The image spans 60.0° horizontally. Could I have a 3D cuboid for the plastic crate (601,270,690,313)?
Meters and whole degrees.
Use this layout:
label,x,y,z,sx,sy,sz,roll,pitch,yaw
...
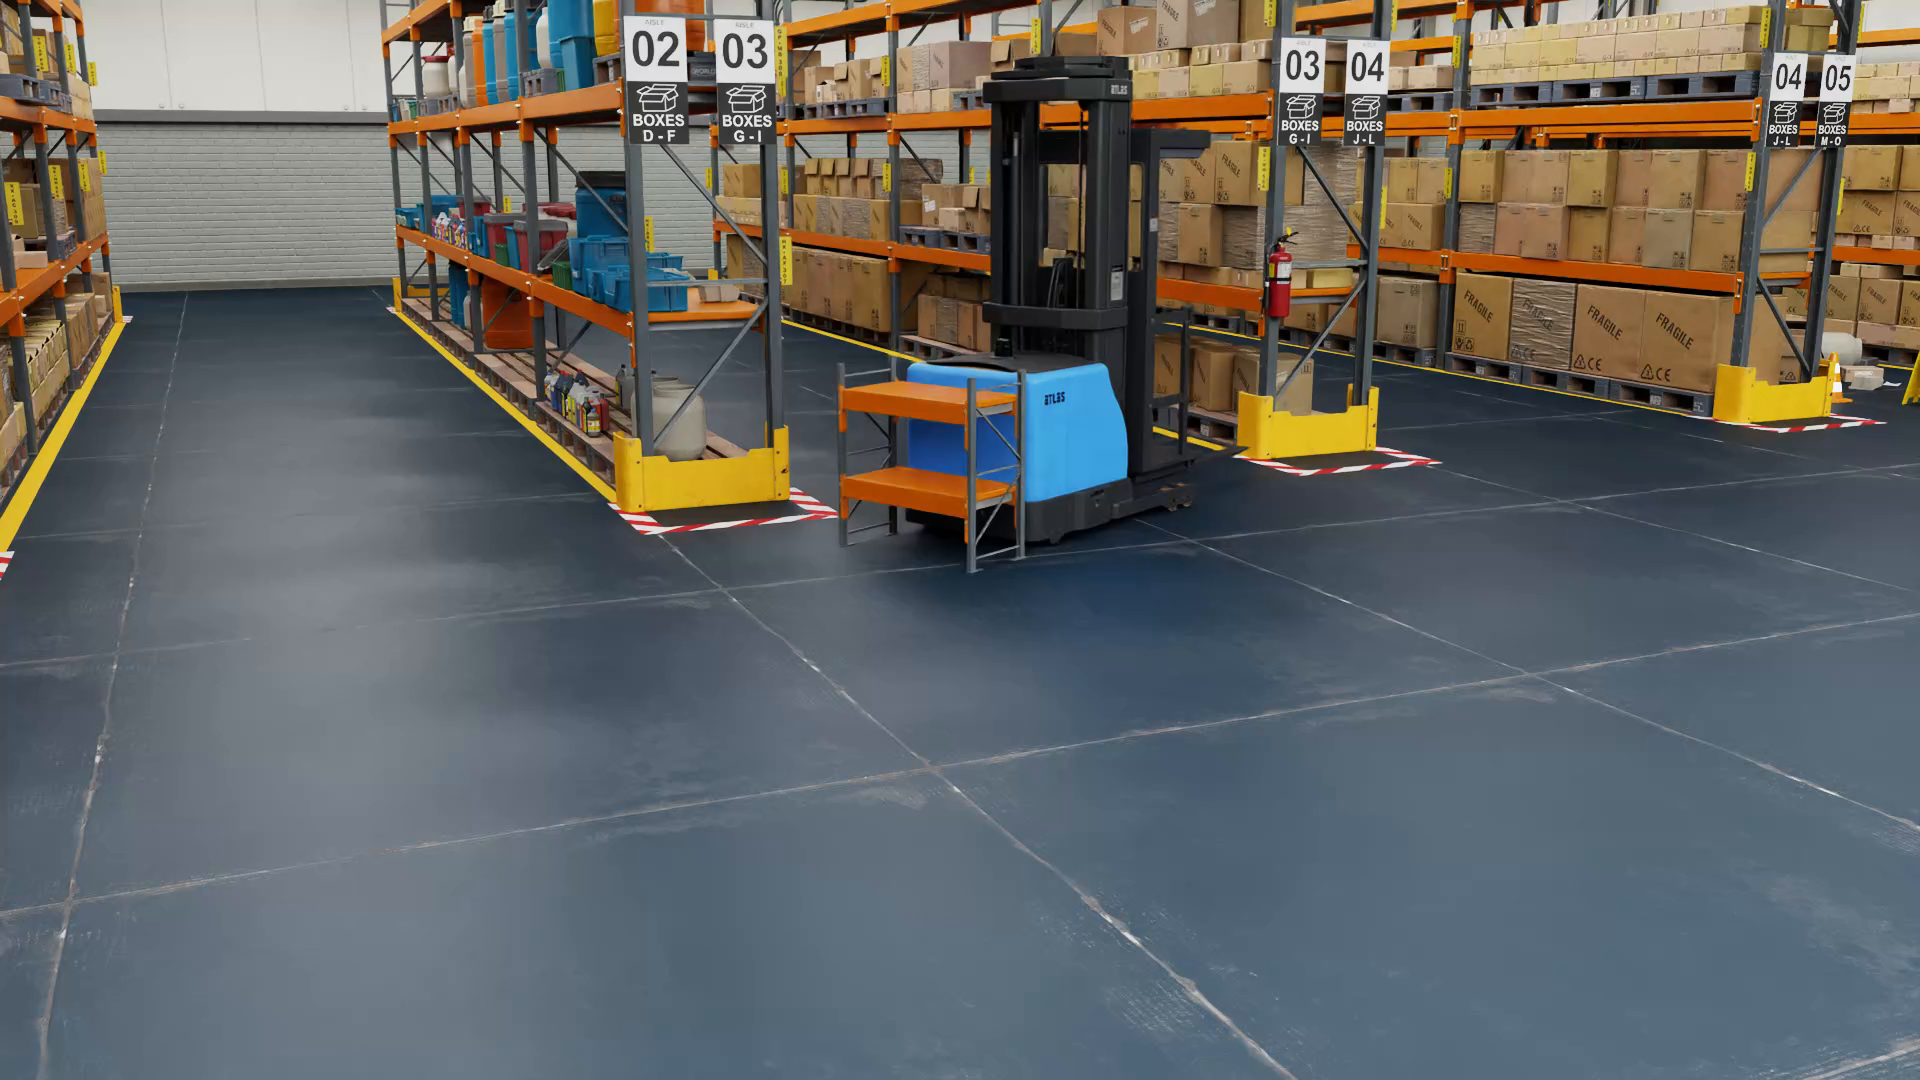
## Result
label,x,y,z,sx,sy,sz,roll,pitch,yaw
plastic crate,-2.174,-1.722,11.486,0.499,0.251,0.616,-6,14,-23

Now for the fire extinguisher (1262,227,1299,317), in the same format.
label,x,y,z,sx,sy,sz,roll,pitch,yaw
fire extinguisher,2.463,-2.062,12.798,0.296,0.674,0.183,-6,14,-23

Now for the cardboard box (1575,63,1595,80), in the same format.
label,x,y,z,sx,sy,sz,roll,pitch,yaw
cardboard box,6.266,-4.591,16.304,0.380,0.149,0.250,-5,14,-22

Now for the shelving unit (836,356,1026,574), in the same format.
label,x,y,z,sx,sy,sz,roll,pitch,yaw
shelving unit,-0.178,-0.473,9.919,1.048,1.125,0.538,11,17,39

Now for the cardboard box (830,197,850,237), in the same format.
label,x,y,z,sx,sy,sz,roll,pitch,yaw
cardboard box,-1.399,-4.262,21.910,0.500,0.500,0.500,-5,14,-22

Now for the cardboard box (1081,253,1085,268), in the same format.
label,x,y,z,sx,sy,sz,roll,pitch,yaw
cardboard box,1.370,-2.645,15.701,0.380,0.149,0.250,-6,14,-23

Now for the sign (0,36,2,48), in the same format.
label,x,y,z,sx,sy,sz,roll,pitch,yaw
sign,-7.334,-3.900,12.592,0.100,0.325,0.005,-6,14,-23

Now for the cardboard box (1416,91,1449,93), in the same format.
label,x,y,z,sx,sy,sz,roll,pitch,yaw
cardboard box,5.499,-5.324,19.472,0.380,0.149,0.250,-6,14,-23

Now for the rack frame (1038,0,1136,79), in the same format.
label,x,y,z,sx,sy,sz,roll,pitch,yaw
rack frame,1.237,-5.914,15.966,1.000,3.000,0.127,-6,14,-23

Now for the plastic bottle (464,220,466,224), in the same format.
label,x,y,z,sx,sy,sz,roll,pitch,yaw
plastic bottle,-5.857,-3.646,19.729,0.061,0.283,0.133,-6,14,-23

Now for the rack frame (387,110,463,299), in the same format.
label,x,y,z,sx,sy,sz,roll,pitch,yaw
rack frame,-8.108,-5.023,25.421,1.000,3.000,0.127,-6,14,-23

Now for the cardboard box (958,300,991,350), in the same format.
label,x,y,z,sx,sy,sz,roll,pitch,yaw
cardboard box,0.388,-2.448,18.861,0.700,0.500,0.500,-4,14,-18

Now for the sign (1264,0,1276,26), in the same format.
label,x,y,z,sx,sy,sz,roll,pitch,yaw
sign,2.322,-4.012,12.435,0.100,0.325,0.005,-6,14,-23

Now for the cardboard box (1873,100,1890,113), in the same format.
label,x,y,z,sx,sy,sz,roll,pitch,yaw
cardboard box,10.632,-4.927,18.910,0.380,0.149,0.250,-6,14,-25

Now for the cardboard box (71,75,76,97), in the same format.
label,x,y,z,sx,sy,sz,roll,pitch,yaw
cardboard box,-11.215,-5.608,20.520,0.500,0.250,0.500,-6,14,-23

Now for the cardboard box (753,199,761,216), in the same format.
label,x,y,z,sx,sy,sz,roll,pitch,yaw
cardboard box,-2.799,-4.996,24.975,0.500,0.250,0.500,-5,14,-22

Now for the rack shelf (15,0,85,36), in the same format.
label,x,y,z,sx,sy,sz,roll,pitch,yaw
rack shelf,-11.847,-6.734,21.111,1.077,0.370,4.000,-6,14,-23

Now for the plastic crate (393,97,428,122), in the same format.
label,x,y,z,sx,sy,sz,roll,pitch,yaw
plastic crate,-7.748,-6.114,23.619,0.504,0.338,0.767,-6,14,-23

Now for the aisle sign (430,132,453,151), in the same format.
label,x,y,z,sx,sy,sz,roll,pitch,yaw
aisle sign,-7.869,-6.331,25.307,0.394,0.787,0.004,-6,14,-23

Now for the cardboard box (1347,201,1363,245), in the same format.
label,x,y,z,sx,sy,sz,roll,pitch,yaw
cardboard box,4.963,-3.760,19.740,0.500,0.500,0.500,-5,14,-22

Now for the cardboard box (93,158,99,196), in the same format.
label,x,y,z,sx,sy,sz,roll,pitch,yaw
cardboard box,-11.803,-4.834,22.166,0.500,0.500,0.500,-5,14,-21

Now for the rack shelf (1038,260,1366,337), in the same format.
label,x,y,z,sx,sy,sz,roll,pitch,yaw
rack shelf,2.038,-2.228,14.938,1.077,0.370,4.000,-6,14,-23

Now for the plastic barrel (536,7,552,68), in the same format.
label,x,y,z,sx,sy,sz,roll,pitch,yaw
plastic barrel,-3.309,-4.158,13.850,0.421,0.512,0.421,0,13,0

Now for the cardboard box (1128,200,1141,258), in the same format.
label,x,y,z,sx,sy,sz,roll,pitch,yaw
cardboard box,1.983,-2.779,14.842,0.875,0.500,0.500,-6,14,-23

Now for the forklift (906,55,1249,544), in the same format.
label,x,y,z,sx,sy,sz,roll,pitch,yaw
forklift,0.956,-1.679,11.125,1.130,2.935,3.031,10,16,37

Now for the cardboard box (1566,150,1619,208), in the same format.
label,x,y,z,sx,sy,sz,roll,pitch,yaw
cardboard box,6.575,-3.602,16.555,0.875,0.550,0.500,-6,14,-23

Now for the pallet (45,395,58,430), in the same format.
label,x,y,z,sx,sy,sz,roll,pitch,yaw
pallet,-8.665,-1.140,14.827,1.003,0.211,1.213,-6,14,-23

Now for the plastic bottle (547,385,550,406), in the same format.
label,x,y,z,sx,sy,sz,roll,pitch,yaw
plastic bottle,-3.535,-1.269,14.429,0.097,0.201,0.097,0,13,0

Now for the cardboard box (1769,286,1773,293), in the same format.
label,x,y,z,sx,sy,sz,roll,pitch,yaw
cardboard box,12.895,-4.217,26.549,0.500,0.500,0.500,-5,14,-21

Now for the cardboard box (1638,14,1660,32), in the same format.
label,x,y,z,sx,sy,sz,roll,pitch,yaw
cardboard box,6.573,-4.822,15.533,0.380,0.149,0.250,-6,14,-23

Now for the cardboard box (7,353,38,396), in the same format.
label,x,y,z,sx,sy,sz,roll,pitch,yaw
cardboard box,-7.779,-1.343,13.445,0.500,0.311,0.500,-6,14,-23

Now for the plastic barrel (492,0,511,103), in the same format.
label,x,y,z,sx,sy,sz,roll,pitch,yaw
plastic barrel,-3.966,-4.470,15.268,0.600,0.901,0.600,0,13,0

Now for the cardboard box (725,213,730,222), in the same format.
label,x,y,z,sx,sy,sz,roll,pitch,yaw
cardboard box,-3.523,-5.139,26.480,0.380,0.149,0.250,-6,14,-24

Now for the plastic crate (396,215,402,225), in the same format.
label,x,y,z,sx,sy,sz,roll,pitch,yaw
plastic crate,-8.259,-4.770,24.777,0.250,0.136,0.298,-6,14,-23

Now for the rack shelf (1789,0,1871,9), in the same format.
label,x,y,z,sx,sy,sz,roll,pitch,yaw
rack shelf,11.118,-6.044,18.130,1.077,0.370,4.000,-6,14,-23

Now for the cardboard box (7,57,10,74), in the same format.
label,x,y,z,sx,sy,sz,roll,pitch,yaw
cardboard box,-9.211,-4.428,15.599,0.500,0.250,0.500,-7,15,-27

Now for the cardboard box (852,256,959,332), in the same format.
label,x,y,z,sx,sy,sz,roll,pitch,yaw
cardboard box,-0.623,-3.132,21.029,1.225,0.875,0.875,-6,14,-26

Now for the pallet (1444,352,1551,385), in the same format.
label,x,y,z,sx,sy,sz,roll,pitch,yaw
pallet,6.055,-1.896,18.093,1.003,0.211,1.213,-6,14,-23

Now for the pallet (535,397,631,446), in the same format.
label,x,y,z,sx,sy,sz,roll,pitch,yaw
pallet,-3.071,-1.043,14.408,1.003,0.211,1.213,-6,14,-23

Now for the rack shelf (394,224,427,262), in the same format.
label,x,y,z,sx,sy,sz,roll,pitch,yaw
rack shelf,-7.307,-4.260,23.717,1.077,0.370,4.000,-6,14,-23

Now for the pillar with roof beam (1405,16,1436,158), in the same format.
label,x,y,z,sx,sy,sz,roll,pitch,yaw
pillar with roof beam,5.858,-9.987,33.564,9.100,9.000,0.400,-6,14,-23

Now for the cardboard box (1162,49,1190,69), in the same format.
label,x,y,z,sx,sy,sz,roll,pitch,yaw
cardboard box,1.927,-4.046,13.996,0.380,0.149,0.250,-6,15,-26

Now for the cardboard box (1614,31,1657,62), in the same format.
label,x,y,z,sx,sy,sz,roll,pitch,yaw
cardboard box,6.572,-4.662,15.727,0.500,0.250,0.500,-6,14,-23

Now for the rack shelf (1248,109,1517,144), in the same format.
label,x,y,z,sx,sy,sz,roll,pitch,yaw
rack shelf,5.021,-4.943,20.016,1.077,0.370,4.000,-6,14,-23

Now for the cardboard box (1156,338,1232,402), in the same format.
label,x,y,z,sx,sy,sz,roll,pitch,yaw
cardboard box,2.100,-1.534,14.957,0.500,0.500,0.500,-4,14,-18

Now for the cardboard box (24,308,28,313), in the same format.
label,x,y,z,sx,sy,sz,roll,pitch,yaw
cardboard box,-10.241,-2.199,17.788,0.500,0.500,0.500,-6,14,-25

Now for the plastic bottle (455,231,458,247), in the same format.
label,x,y,z,sx,sy,sz,roll,pitch,yaw
plastic bottle,-5.813,-3.513,19.335,0.097,0.201,0.097,0,13,0

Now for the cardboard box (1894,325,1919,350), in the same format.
label,x,y,z,sx,sy,sz,roll,pitch,yaw
cardboard box,10.934,-2.283,18.749,0.500,0.250,0.500,-6,14,-25

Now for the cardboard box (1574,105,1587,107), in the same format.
label,x,y,z,sx,sy,sz,roll,pitch,yaw
cardboard box,8.787,-5.976,23.182,0.396,0.266,0.258,-6,14,-23

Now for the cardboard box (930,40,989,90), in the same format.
label,x,y,z,sx,sy,sz,roll,pitch,yaw
cardboard box,-0.005,-5.243,18.387,0.500,0.500,0.500,-6,14,-25

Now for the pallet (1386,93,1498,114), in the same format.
label,x,y,z,sx,sy,sz,roll,pitch,yaw
pallet,5.409,-4.972,18.970,0.805,0.209,1.217,-6,14,-25

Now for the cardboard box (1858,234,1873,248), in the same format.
label,x,y,z,sx,sy,sz,roll,pitch,yaw
cardboard box,10.635,-3.464,19.241,0.380,0.149,0.250,-6,14,-23

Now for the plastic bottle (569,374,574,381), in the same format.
label,x,y,z,sx,sy,sz,roll,pitch,yaw
plastic bottle,-3.324,-1.275,14.275,0.061,0.283,0.133,-6,14,-23

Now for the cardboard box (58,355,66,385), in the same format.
label,x,y,z,sx,sy,sz,roll,pitch,yaw
cardboard box,-8.800,-1.596,15.780,0.500,0.250,0.500,-6,14,-24

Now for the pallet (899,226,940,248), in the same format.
label,x,y,z,sx,sy,sz,roll,pitch,yaw
pallet,0.017,-3.587,19.640,1.213,0.211,1.003,-6,14,-23

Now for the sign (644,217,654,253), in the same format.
label,x,y,z,sx,sy,sz,roll,pitch,yaw
sign,-2.793,-2.726,14.883,0.100,0.325,0.005,-6,14,-23

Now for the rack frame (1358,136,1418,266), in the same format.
label,x,y,z,sx,sy,sz,roll,pitch,yaw
rack frame,7.112,-5.539,27.651,1.000,3.000,0.127,-6,14,-23
